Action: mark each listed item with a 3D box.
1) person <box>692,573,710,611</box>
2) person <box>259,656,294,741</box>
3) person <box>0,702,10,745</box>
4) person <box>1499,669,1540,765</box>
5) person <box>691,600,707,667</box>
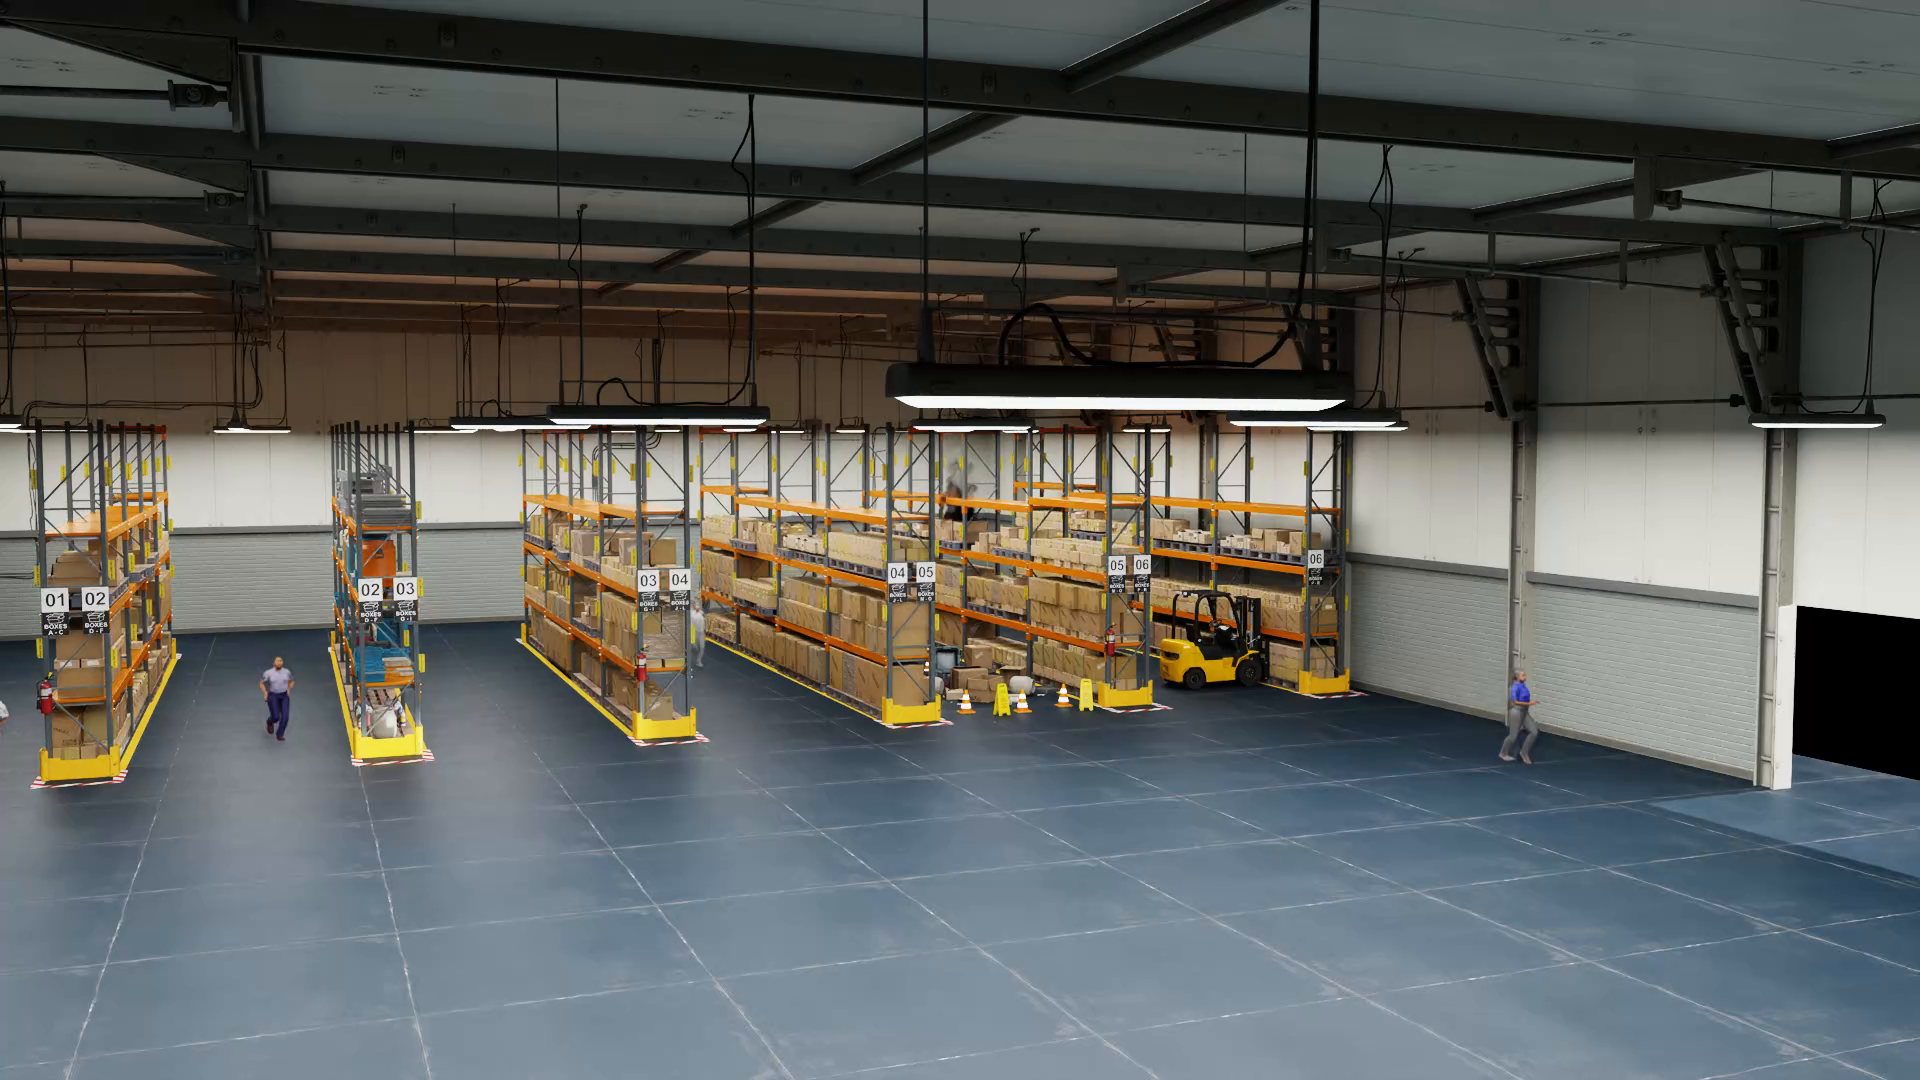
[{"bbox_3d":[-7.539,1.806,49.080,0.614,1.712,0.712,-2,4,-35],"label":"person"},{"bbox_3d":[-12.800,2.974,31.240,0.607,1.593,0.551,-3,4,-37],"label":"person"},{"bbox_3d":[-15.761,3.197,27.010,0.592,1.692,0.941,-3,5,-42],"label":"person"},{"bbox_3d":[9.775,3.091,28.987,0.541,1.694,0.718,-3,5,-41],"label":"person"},{"bbox_3d":[-6.549,2.313,41.423,0.617,1.671,0.696,-2,4,-33],"label":"person"}]
